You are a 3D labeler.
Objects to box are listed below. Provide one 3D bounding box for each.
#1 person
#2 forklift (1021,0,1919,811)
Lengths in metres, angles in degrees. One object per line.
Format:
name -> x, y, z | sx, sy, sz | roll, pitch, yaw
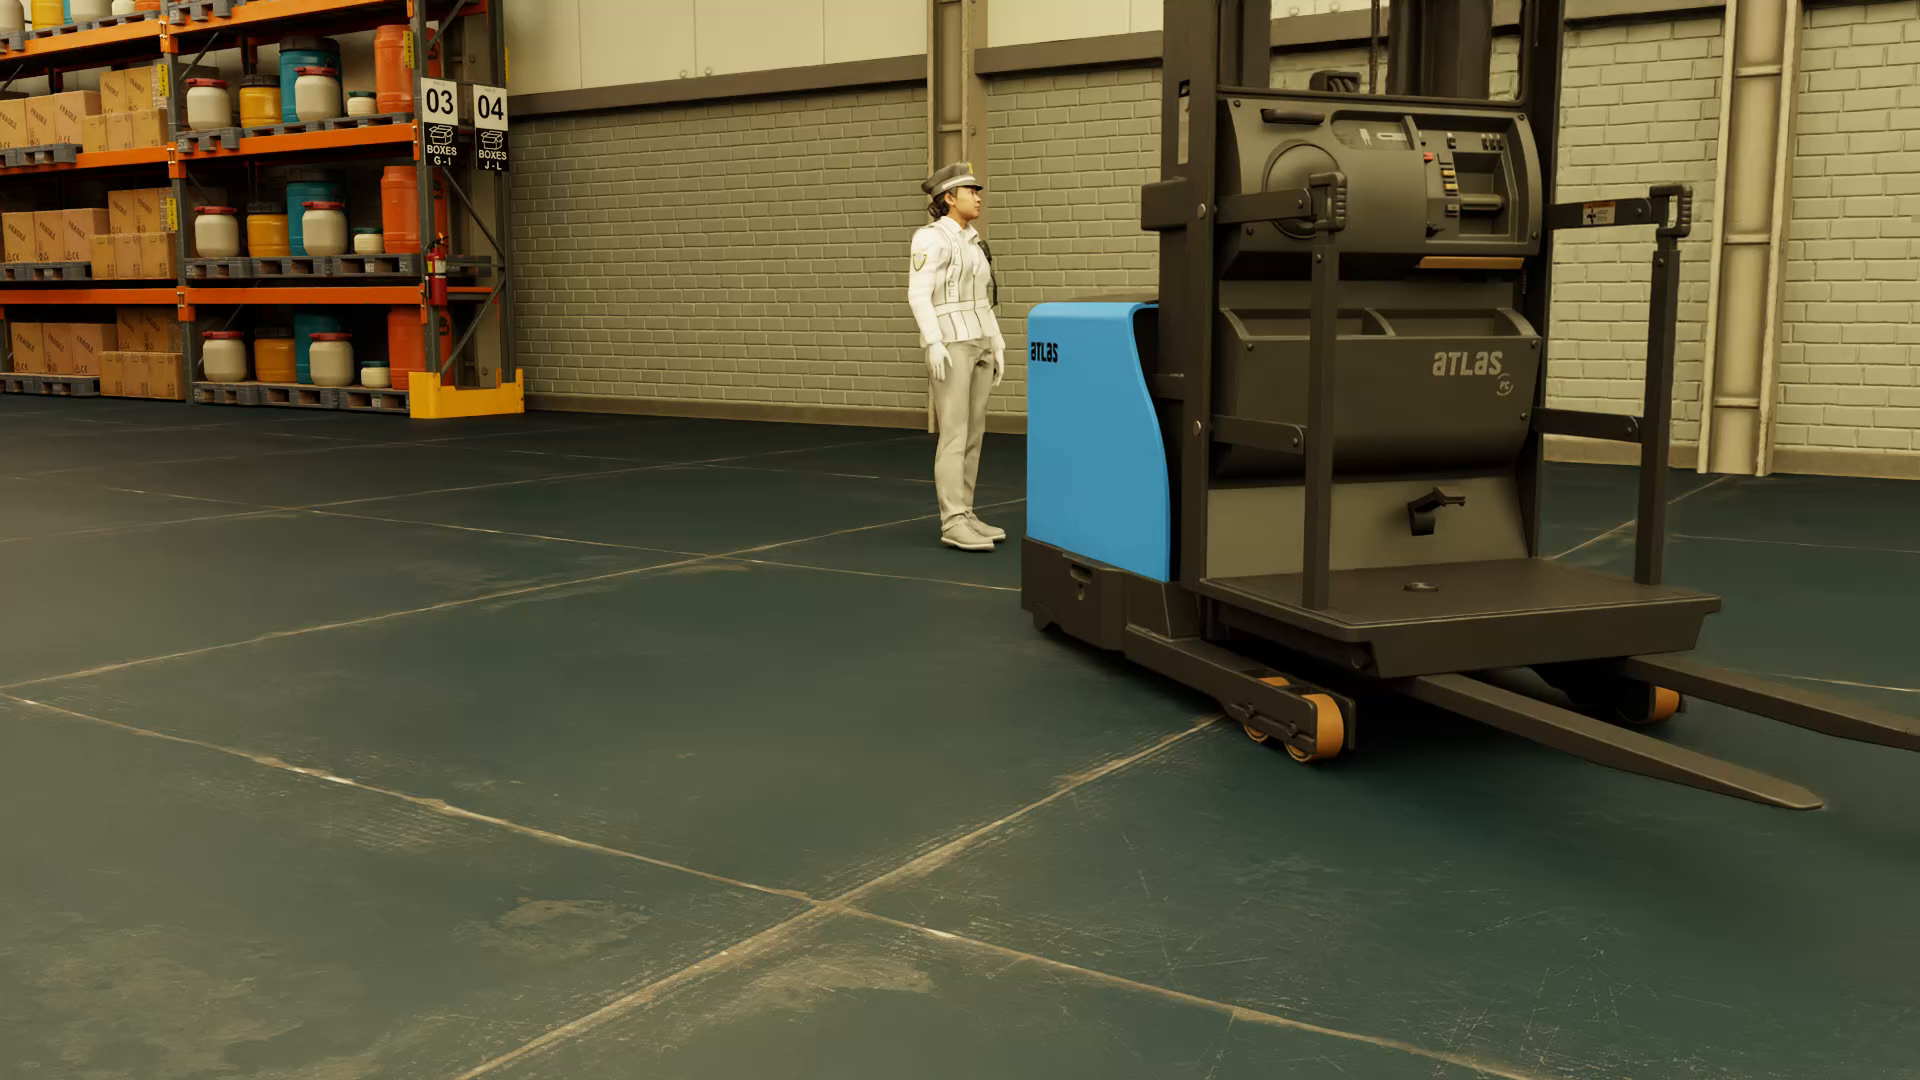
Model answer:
person -> 0.052, -0.840, 7.440 | 0.531, 1.694, 0.586 | 5, 10, 34
forklift -> 1.200, -0.992, 4.167 | 1.130, 2.935, 3.031 | -3, 9, -21
